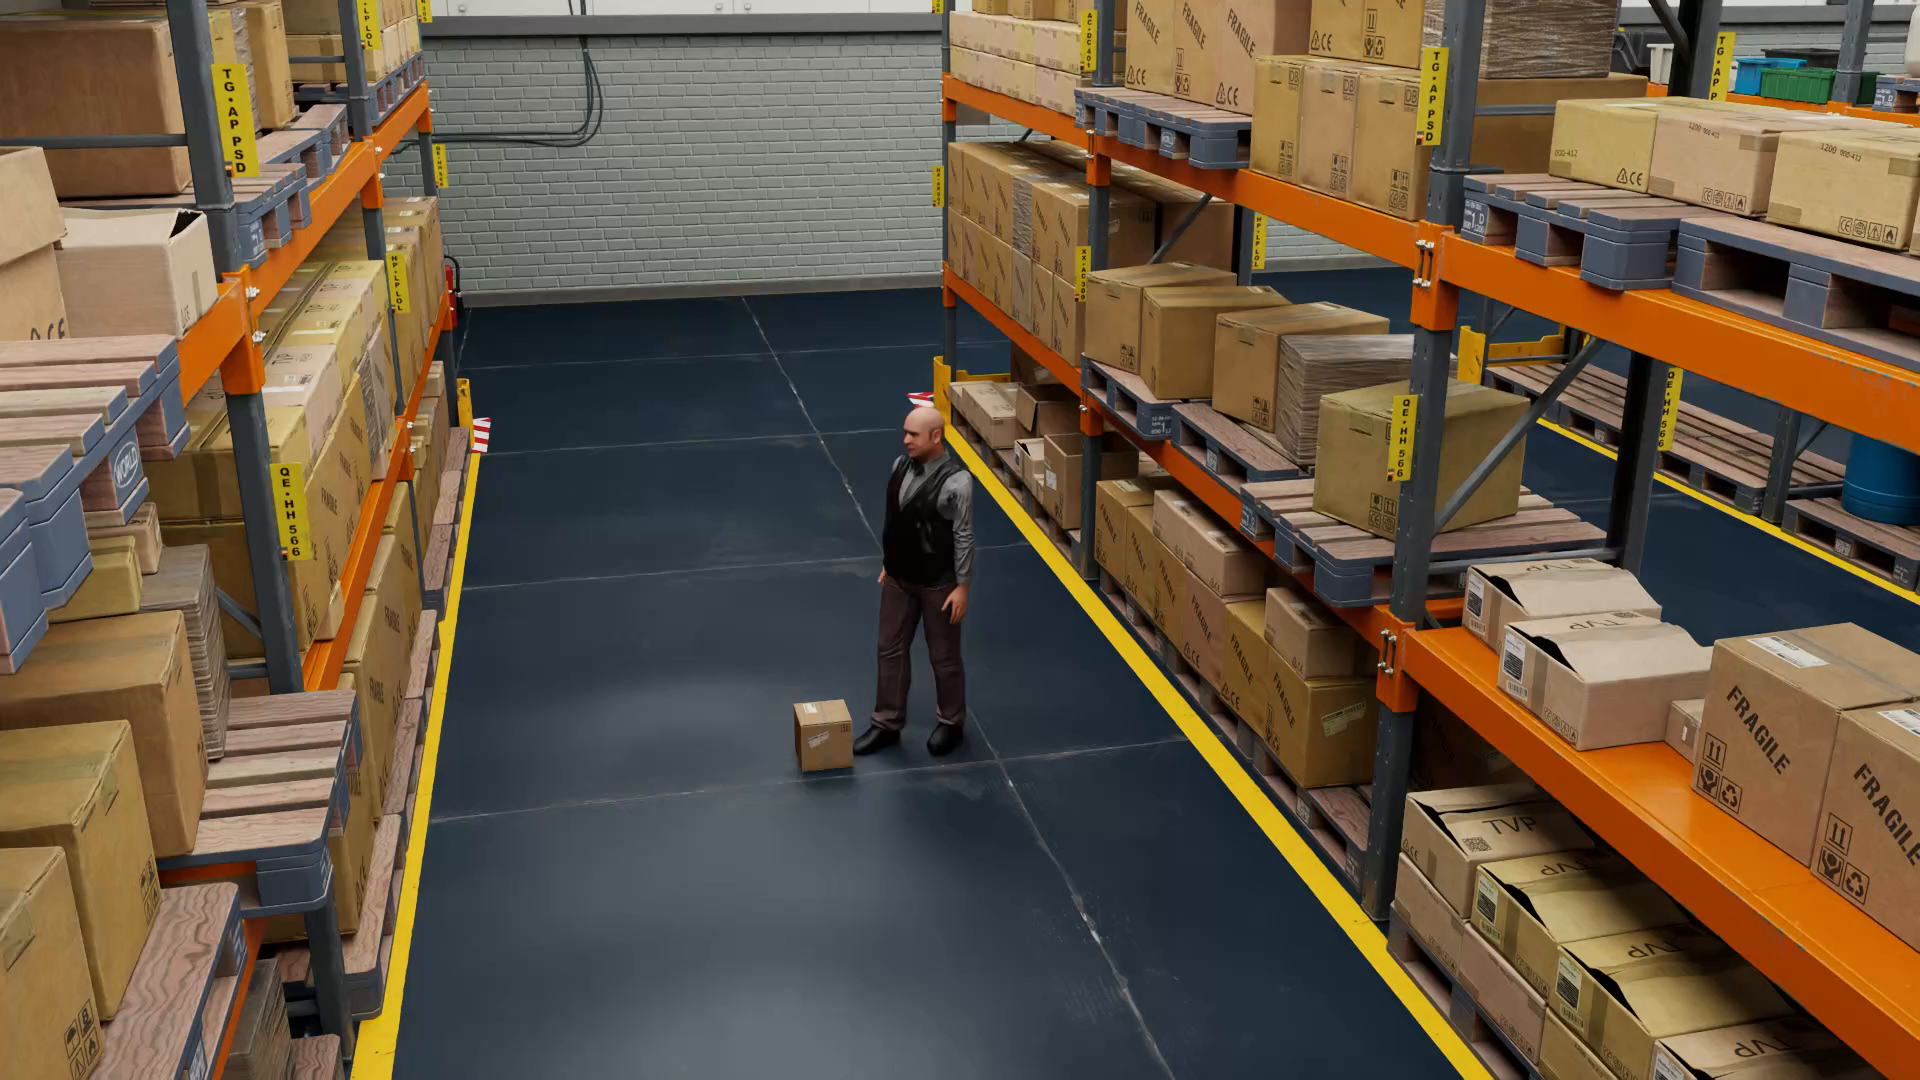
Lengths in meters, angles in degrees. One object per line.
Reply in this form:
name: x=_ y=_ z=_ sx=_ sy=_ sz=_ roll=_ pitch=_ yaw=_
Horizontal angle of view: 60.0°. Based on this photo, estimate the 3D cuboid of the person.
person: x=-0.231 y=0.217 z=7.972 sx=0.559 sy=1.725 sz=0.588 roll=18 pitch=26 yaw=42
